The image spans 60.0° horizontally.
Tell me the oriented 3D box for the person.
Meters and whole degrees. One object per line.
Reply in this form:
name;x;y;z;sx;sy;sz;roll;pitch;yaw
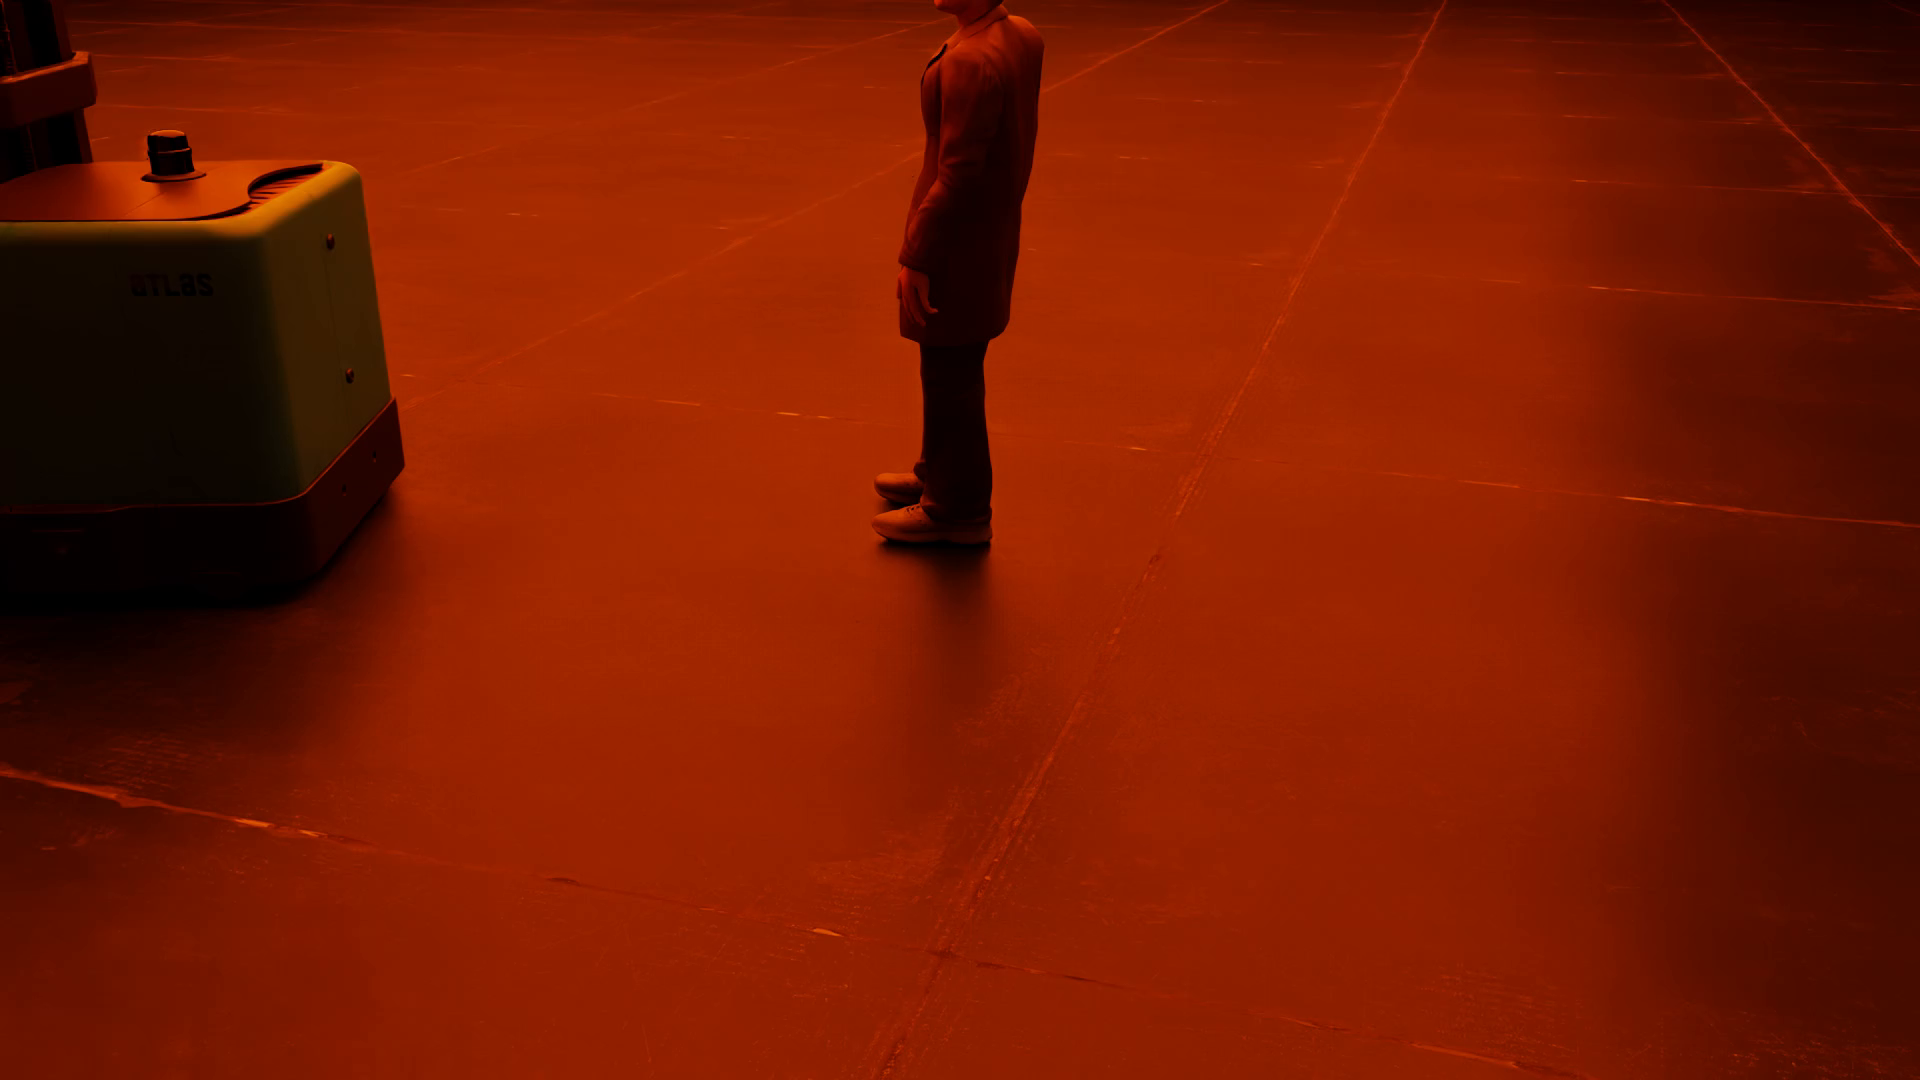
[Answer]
person;-0.087;-0.840;4.807;0.579;1.778;0.696;7;23;16

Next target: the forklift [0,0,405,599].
forklift;-3.343;-1.348;4.545;3.031;2.935;1.130;-1;22;-2
